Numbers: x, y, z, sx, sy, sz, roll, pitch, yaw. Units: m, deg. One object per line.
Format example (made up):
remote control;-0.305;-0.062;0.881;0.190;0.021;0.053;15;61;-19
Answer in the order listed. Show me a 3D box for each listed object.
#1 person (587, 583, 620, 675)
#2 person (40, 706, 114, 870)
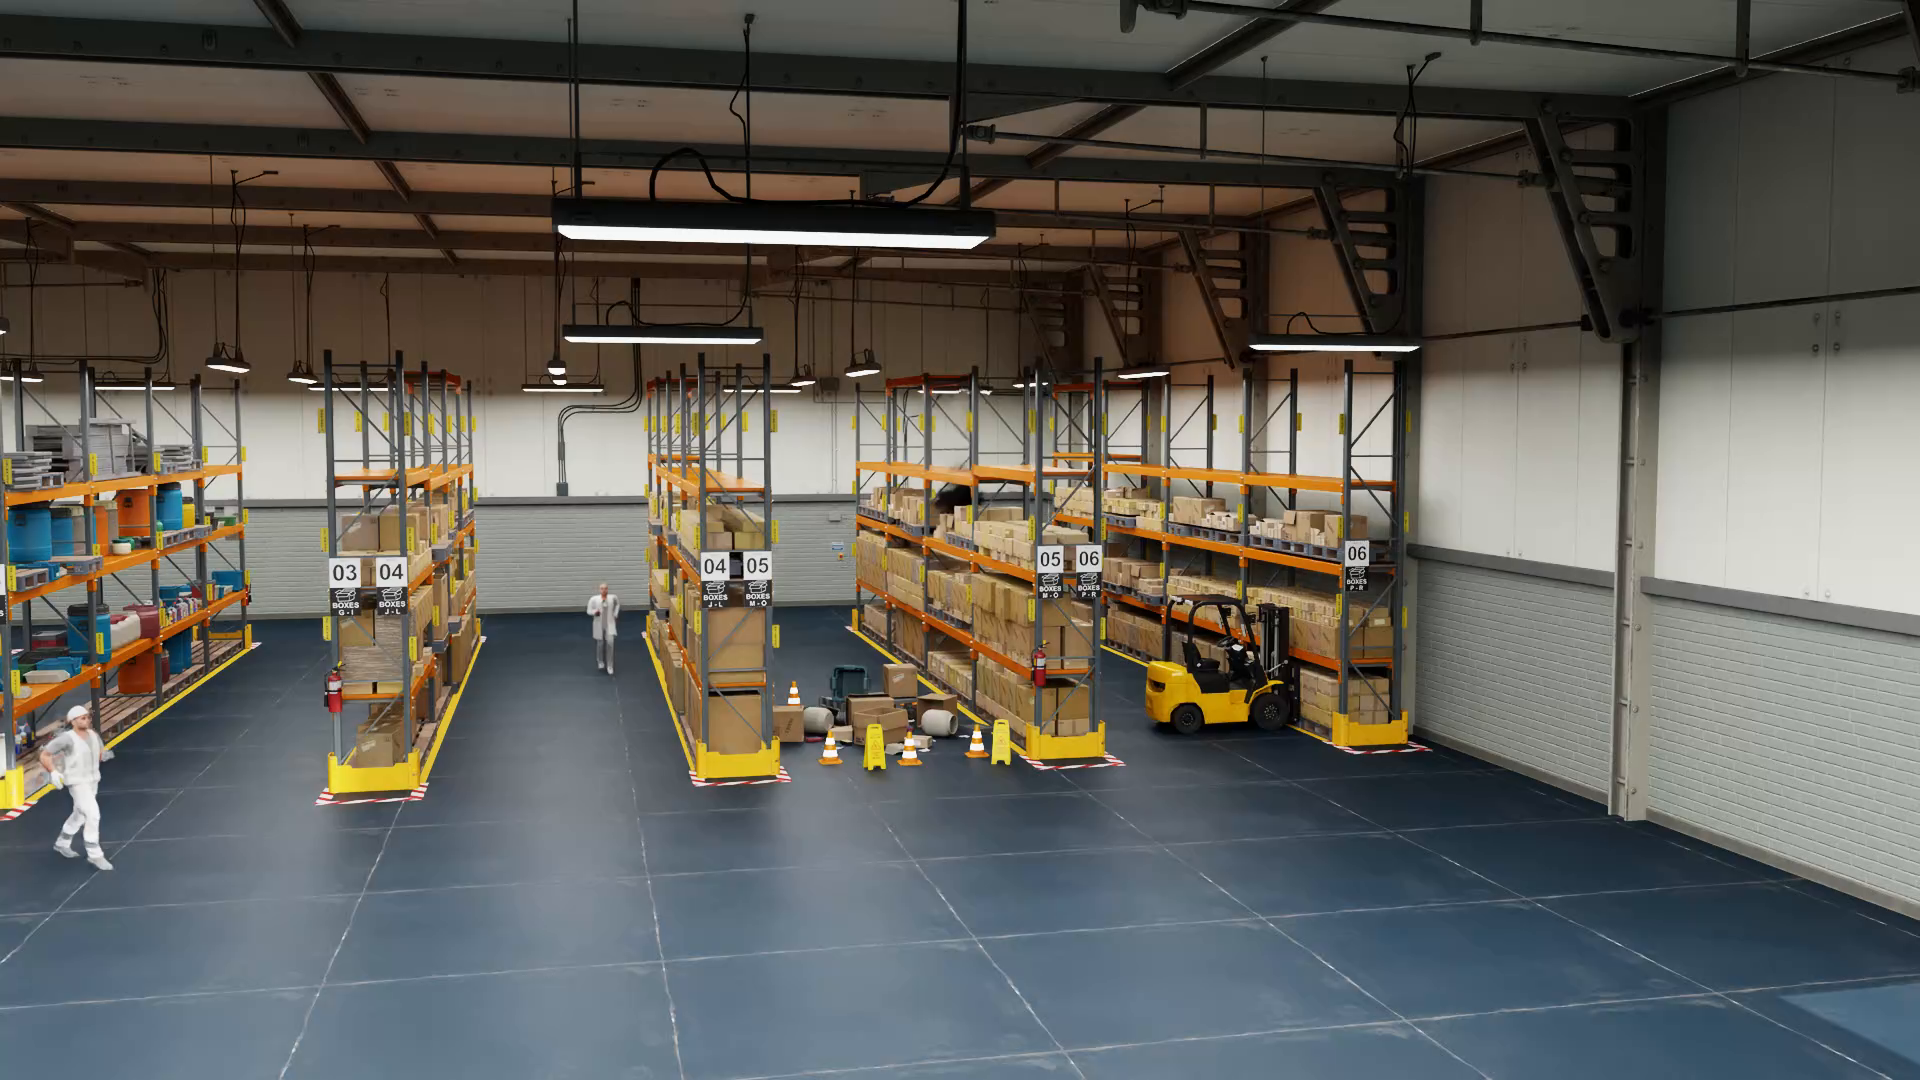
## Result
person;-7.199;1.770;33.604;0.654;1.824;0.953;-1;4;-14
person;-9.940;2.786;18.795;0.843;1.838;0.656;1;4;10
